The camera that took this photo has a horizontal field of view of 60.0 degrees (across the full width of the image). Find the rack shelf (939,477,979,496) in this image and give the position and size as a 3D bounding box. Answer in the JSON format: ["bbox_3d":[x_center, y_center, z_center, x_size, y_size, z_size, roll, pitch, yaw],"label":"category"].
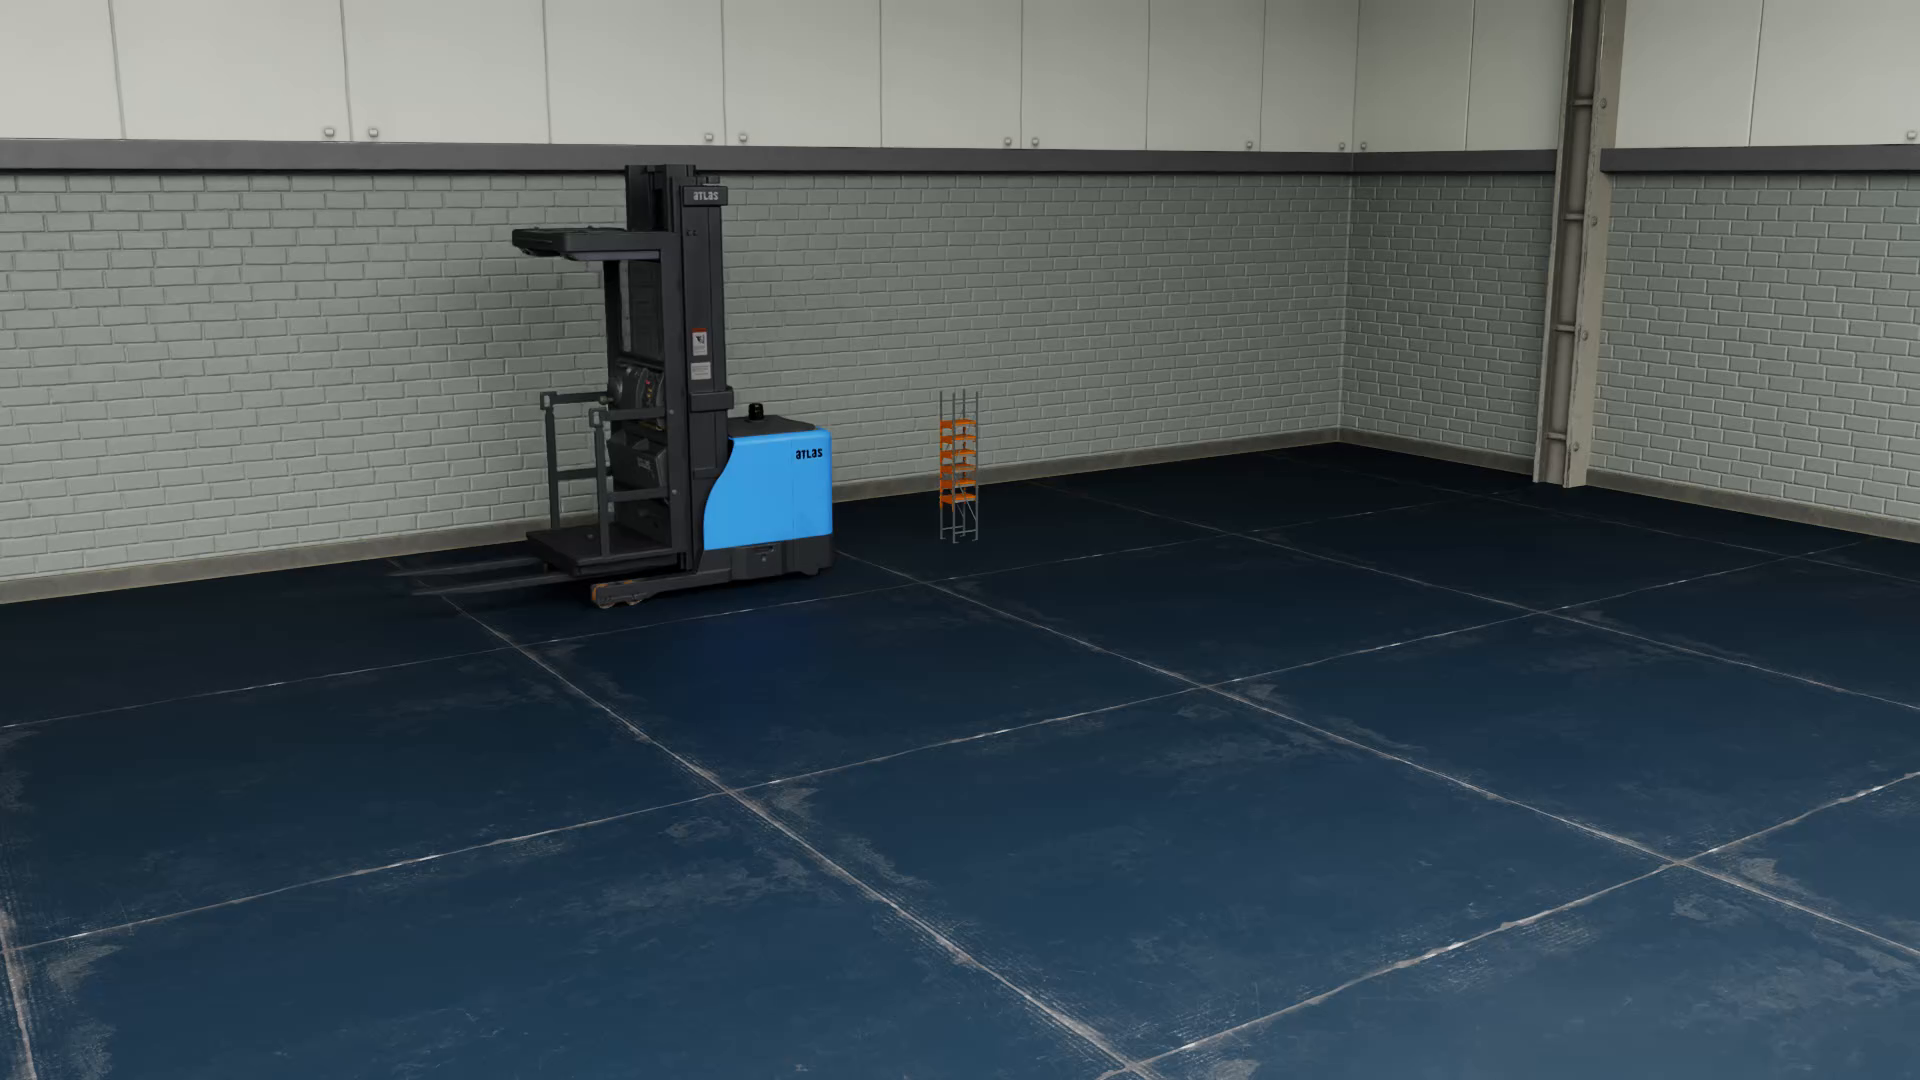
[{"bbox_3d":[-0.008,-0.428,13.280,0.258,0.103,0.180,-8,15,-33],"label":"rack shelf"}]

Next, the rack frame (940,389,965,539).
[{"bbox_3d":[-0.059,-0.605,13.320,0.240,1.200,0.006,-8,15,-33],"label":"rack frame"}]

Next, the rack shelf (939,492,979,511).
[{"bbox_3d":[-0.008,-0.311,13.306,0.258,0.103,0.180,-8,15,-33],"label":"rack shelf"}]

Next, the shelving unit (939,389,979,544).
[{"bbox_3d":[-0.008,-0.589,13.245,0.258,1.200,0.189,-8,15,-33],"label":"shelving unit"}]

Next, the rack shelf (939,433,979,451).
[{"bbox_3d":[-0.008,-0.780,13.204,0.258,0.103,0.180,-8,15,-33],"label":"rack shelf"}]

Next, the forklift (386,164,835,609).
[{"bbox_3d":[-2.434,-1.096,11.514,3.031,2.935,1.130,-8,15,-32],"label":"forklift"}]

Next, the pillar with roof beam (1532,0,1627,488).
[{"bbox_3d":[2.131,-4.429,12.552,9.100,9.000,0.400,-8,15,-33],"label":"pillar with roof beam"}]

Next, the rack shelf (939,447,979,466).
[{"bbox_3d":[-0.008,-0.663,13.229,0.258,0.103,0.180,-8,15,-33],"label":"rack shelf"}]

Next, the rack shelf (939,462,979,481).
[{"bbox_3d":[-0.008,-0.545,13.255,0.258,0.103,0.180,-8,15,-33],"label":"rack shelf"}]

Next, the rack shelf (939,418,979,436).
[{"bbox_3d":[-0.008,-0.897,13.178,0.258,0.103,0.180,-8,15,-33],"label":"rack shelf"}]

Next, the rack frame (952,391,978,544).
[{"bbox_3d":[0.043,-0.572,13.171,0.240,1.200,0.006,-8,15,-33],"label":"rack frame"}]
